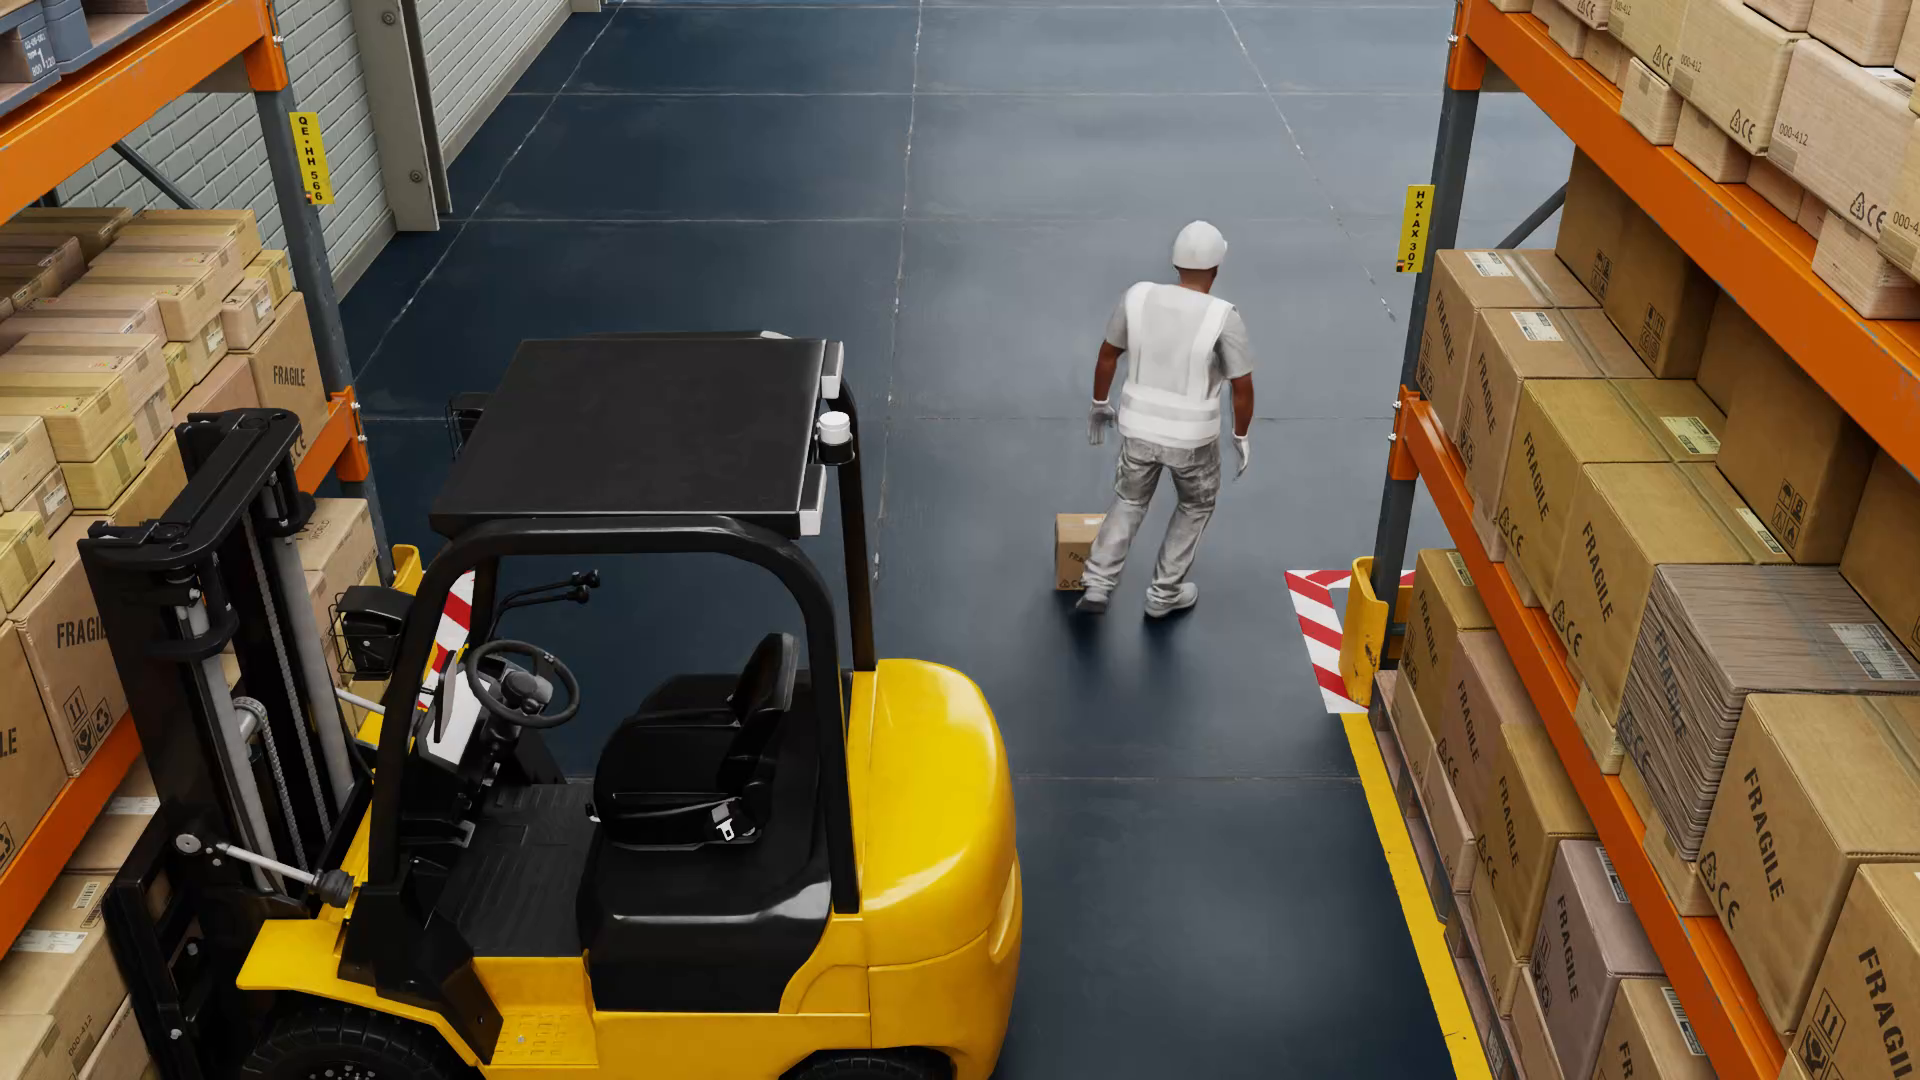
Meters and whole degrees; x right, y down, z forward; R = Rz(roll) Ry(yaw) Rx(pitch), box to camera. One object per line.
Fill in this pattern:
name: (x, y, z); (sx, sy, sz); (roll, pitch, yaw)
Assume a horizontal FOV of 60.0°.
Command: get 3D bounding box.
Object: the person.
person: (0.829, -0.432, 6.885); (0.720, 1.718, 0.745); (17, 35, 26)
